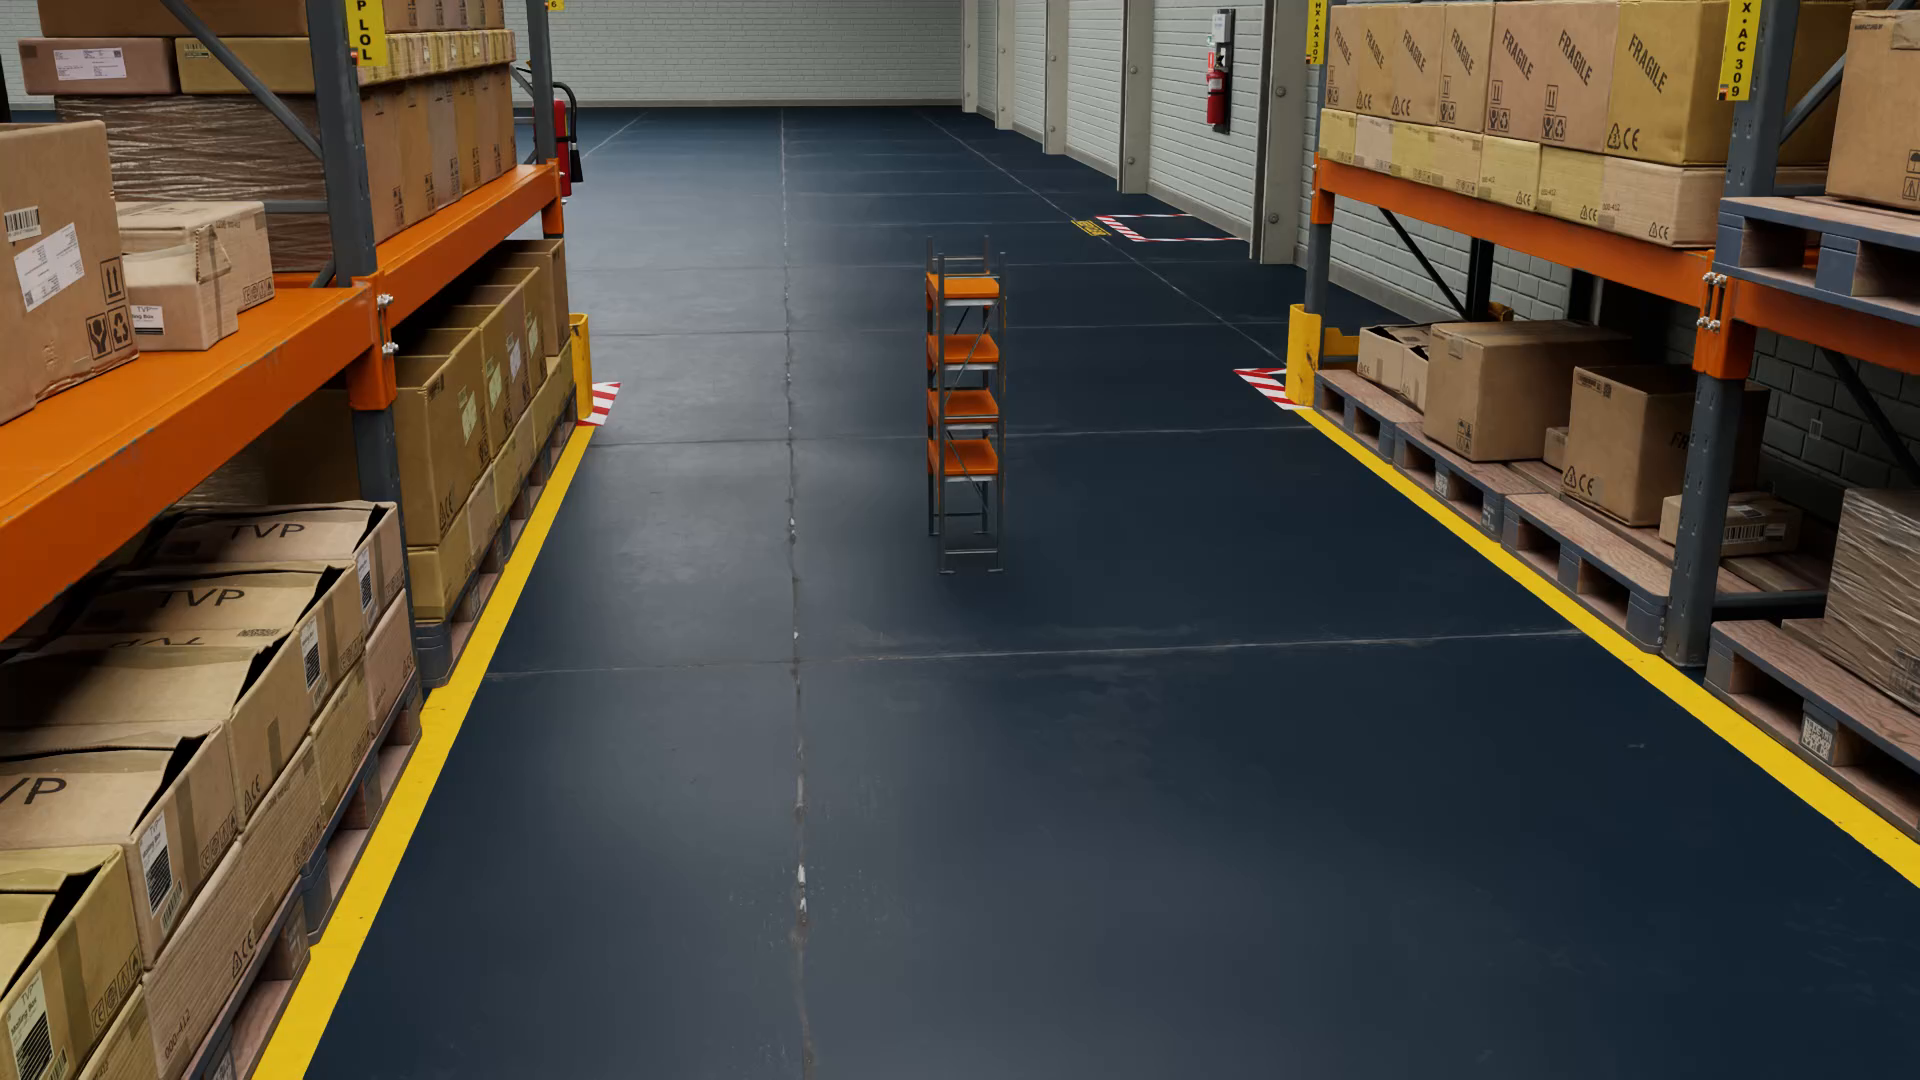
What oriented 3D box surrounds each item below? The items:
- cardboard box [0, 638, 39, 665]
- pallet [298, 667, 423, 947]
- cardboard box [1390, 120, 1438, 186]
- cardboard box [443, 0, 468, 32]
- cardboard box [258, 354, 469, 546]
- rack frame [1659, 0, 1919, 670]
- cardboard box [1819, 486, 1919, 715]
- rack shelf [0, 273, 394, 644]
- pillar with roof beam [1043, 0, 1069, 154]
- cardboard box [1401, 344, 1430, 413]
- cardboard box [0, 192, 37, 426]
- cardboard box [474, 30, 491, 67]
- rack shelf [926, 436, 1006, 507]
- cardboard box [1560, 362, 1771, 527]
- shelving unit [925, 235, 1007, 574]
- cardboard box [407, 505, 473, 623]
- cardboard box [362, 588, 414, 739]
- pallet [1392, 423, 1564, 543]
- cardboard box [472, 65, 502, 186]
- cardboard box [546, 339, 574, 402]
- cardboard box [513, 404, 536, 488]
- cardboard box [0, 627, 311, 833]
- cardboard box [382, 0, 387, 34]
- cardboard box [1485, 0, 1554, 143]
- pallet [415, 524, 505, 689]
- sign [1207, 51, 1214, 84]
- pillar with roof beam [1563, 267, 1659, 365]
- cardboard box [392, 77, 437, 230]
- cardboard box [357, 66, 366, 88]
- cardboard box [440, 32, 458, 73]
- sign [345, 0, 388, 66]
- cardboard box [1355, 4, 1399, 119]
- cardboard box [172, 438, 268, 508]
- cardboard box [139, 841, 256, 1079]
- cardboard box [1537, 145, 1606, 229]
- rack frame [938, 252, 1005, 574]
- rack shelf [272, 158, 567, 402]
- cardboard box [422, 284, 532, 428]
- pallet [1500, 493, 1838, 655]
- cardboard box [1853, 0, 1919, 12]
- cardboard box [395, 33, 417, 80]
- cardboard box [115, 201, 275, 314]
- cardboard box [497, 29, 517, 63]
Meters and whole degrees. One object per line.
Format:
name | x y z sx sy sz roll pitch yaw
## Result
cardboard box | -2.229 0.386 3.394 0.500 0.311 0.500 -2 18 -7
pallet | -2.010 0.656 4.235 1.003 0.211 1.213 -2 18 -6
cardboard box | 2.238 -1.715 7.349 0.500 0.250 0.500 -2 18 -7
cardboard box | -2.384 -2.289 6.628 0.700 0.500 0.500 -2 18 -5
cardboard box | -1.862 -0.287 5.220 0.500 0.500 0.500 -2 18 -6
rack frame | 2.802 -1.047 5.004 1.000 3.000 0.127 -2 18 -6
cardboard box | 2.894 0.155 4.615 0.700 0.500 0.500 -1 17 -4
rack shelf | -1.919 0.046 2.722 1.077 0.370 4.000 -2 18 -6
pillar with roof beam | -2.817 -10.149 23.980 9.100 9.000 0.400 -2 18 -6
cardboard box | 2.430 -0.787 7.930 0.500 0.311 0.500 0 17 -1
cardboard box | -1.956 -0.405 2.792 0.500 0.500 0.500 -2 18 -6
cardboard box | -2.230 -2.104 7.123 0.380 0.149 0.250 -2 17 -5
rack shelf | 0.017 -0.270 6.420 0.258 0.148 0.480 -2 18 -6
cardboard box | 2.655 -0.372 6.293 0.500 0.500 0.500 -3 18 -10
shelving unit | 0.017 -0.523 6.340 0.258 1.200 0.503 -2 18 -6
cardboard box | -1.872 0.071 5.331 0.500 0.250 0.500 -2 18 -6
cardboard box | -1.794 0.333 4.496 0.500 0.250 0.500 -2 18 -6
pallet | 2.568 -0.280 7.216 1.003 0.211 1.213 -2 18 -6
cardboard box | -2.443 -1.836 7.351 0.700 0.500 0.500 -1 17 -4
cardboard box | -2.189 -0.822 8.178 0.500 0.250 0.500 -2 18 -6
cardboard box | -2.022 -0.376 6.755 0.500 0.250 0.500 -2 18 -6
cardboard box | -1.689 0.367 3.454 0.500 0.311 0.500 -2 18 -6
cardboard box | -2.231 -1.842 5.203 0.700 0.500 0.500 -2 18 -6
cardboard box | 2.347 -1.773 6.281 0.500 0.500 0.500 -2 18 -7
pallet | -2.166 0.199 5.689 1.003 0.211 1.213 -2 18 -6
sign | 2.531 -4.767 16.793 0.001 0.329 0.234 -2 18 -6
pillar with roof beam | -0.960 -4.786 6.898 9.100 9.000 0.400 -2 18 -6
cardboard box | -2.286 -1.379 5.894 0.700 0.500 0.500 -2 17 -5
cardboard box | -1.986 -1.411 4.913 0.380 0.149 0.250 -2 17 -5
cardboard box | -2.147 -1.872 6.381 0.380 0.149 0.250 -2 18 -6
sign | -1.587 -1.427 4.414 0.100 0.325 0.005 -2 18 -6
cardboard box | 2.180 -2.235 7.754 0.500 0.500 0.500 -2 18 -5
cardboard box | -2.430 -0.420 5.643 0.500 0.500 0.500 -2 18 -6
cardboard box | -1.639 0.788 3.048 0.500 0.250 0.500 -1 17 -5
cardboard box | 2.408 -1.265 5.916 0.500 0.250 0.500 -2 18 -5
rack frame | 0.042 -0.450 6.109 0.240 1.200 0.015 -2 18 -6
rack shelf | -2.332 -1.145 6.518 1.077 0.370 4.000 -2 18 -6
cardboard box | -2.019 -0.734 6.643 0.500 0.500 0.500 -2 18 -6
pallet | 2.697 0.085 6.055 1.003 0.211 1.213 -2 18 -6
cardboard box | 2.961 -1.489 5.377 0.500 0.500 0.500 -2 18 -7
cardboard box | -2.067 -1.640 5.644 0.380 0.149 0.250 -2 18 -7
cardboard box | -2.031 -0.676 4.072 0.500 0.250 0.500 -1 17 -2
cardboard box | -2.309 -2.334 7.853 0.380 0.149 0.250 -2 18 -7
